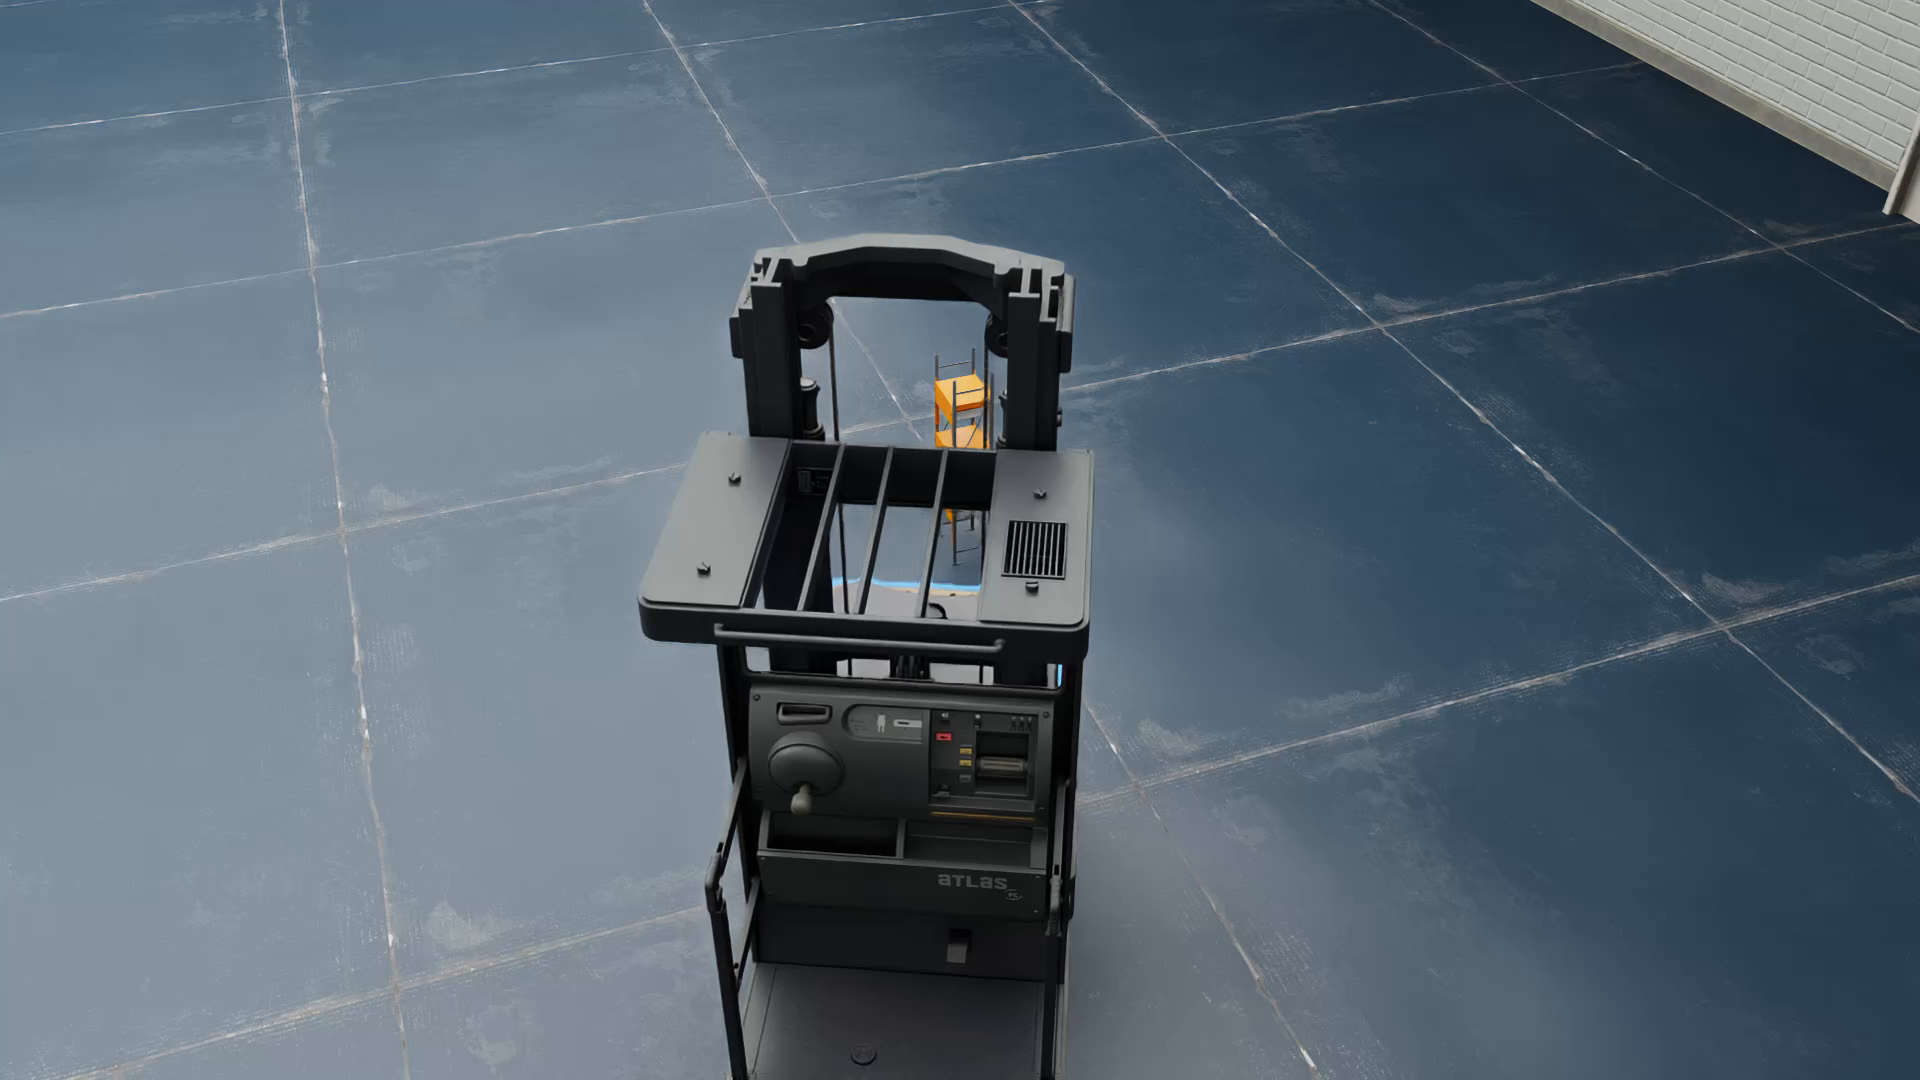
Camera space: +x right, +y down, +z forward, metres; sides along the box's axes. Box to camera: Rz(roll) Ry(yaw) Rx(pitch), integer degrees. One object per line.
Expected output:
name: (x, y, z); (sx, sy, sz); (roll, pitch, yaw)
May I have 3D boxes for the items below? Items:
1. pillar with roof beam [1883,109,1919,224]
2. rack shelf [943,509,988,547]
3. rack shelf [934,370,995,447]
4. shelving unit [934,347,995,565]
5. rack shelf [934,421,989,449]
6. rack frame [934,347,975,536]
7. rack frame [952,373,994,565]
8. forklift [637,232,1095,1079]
pillar with roof beam: (2.417, -4.852, 7.272); (9.100, 9.000, 0.400); (-12, 39, -16)
rack shelf: (0.018, -0.159, 8.128); (0.215, 0.259, 0.240); (-12, 39, -16)
rack shelf: (0.018, -0.607, 7.790); (0.215, 0.259, 0.240); (-12, 39, -16)
shelving unit: (0.018, -0.389, 7.954); (0.215, 1.050, 0.252); (-12, 39, -16)
rack shelf: (0.018, -0.381, 7.961); (0.215, 0.259, 0.240); (-12, 39, -16)
rack frame: (-0.024, -0.458, 8.046); (0.200, 1.050, 0.008); (-12, 39, -16)
rack frame: (0.060, -0.320, 7.863); (0.200, 1.050, 0.008); (-12, 39, -16)
forklift: (-0.199, 0.729, 4.906); (1.130, 2.935, 3.031); (3, 37, 4)
